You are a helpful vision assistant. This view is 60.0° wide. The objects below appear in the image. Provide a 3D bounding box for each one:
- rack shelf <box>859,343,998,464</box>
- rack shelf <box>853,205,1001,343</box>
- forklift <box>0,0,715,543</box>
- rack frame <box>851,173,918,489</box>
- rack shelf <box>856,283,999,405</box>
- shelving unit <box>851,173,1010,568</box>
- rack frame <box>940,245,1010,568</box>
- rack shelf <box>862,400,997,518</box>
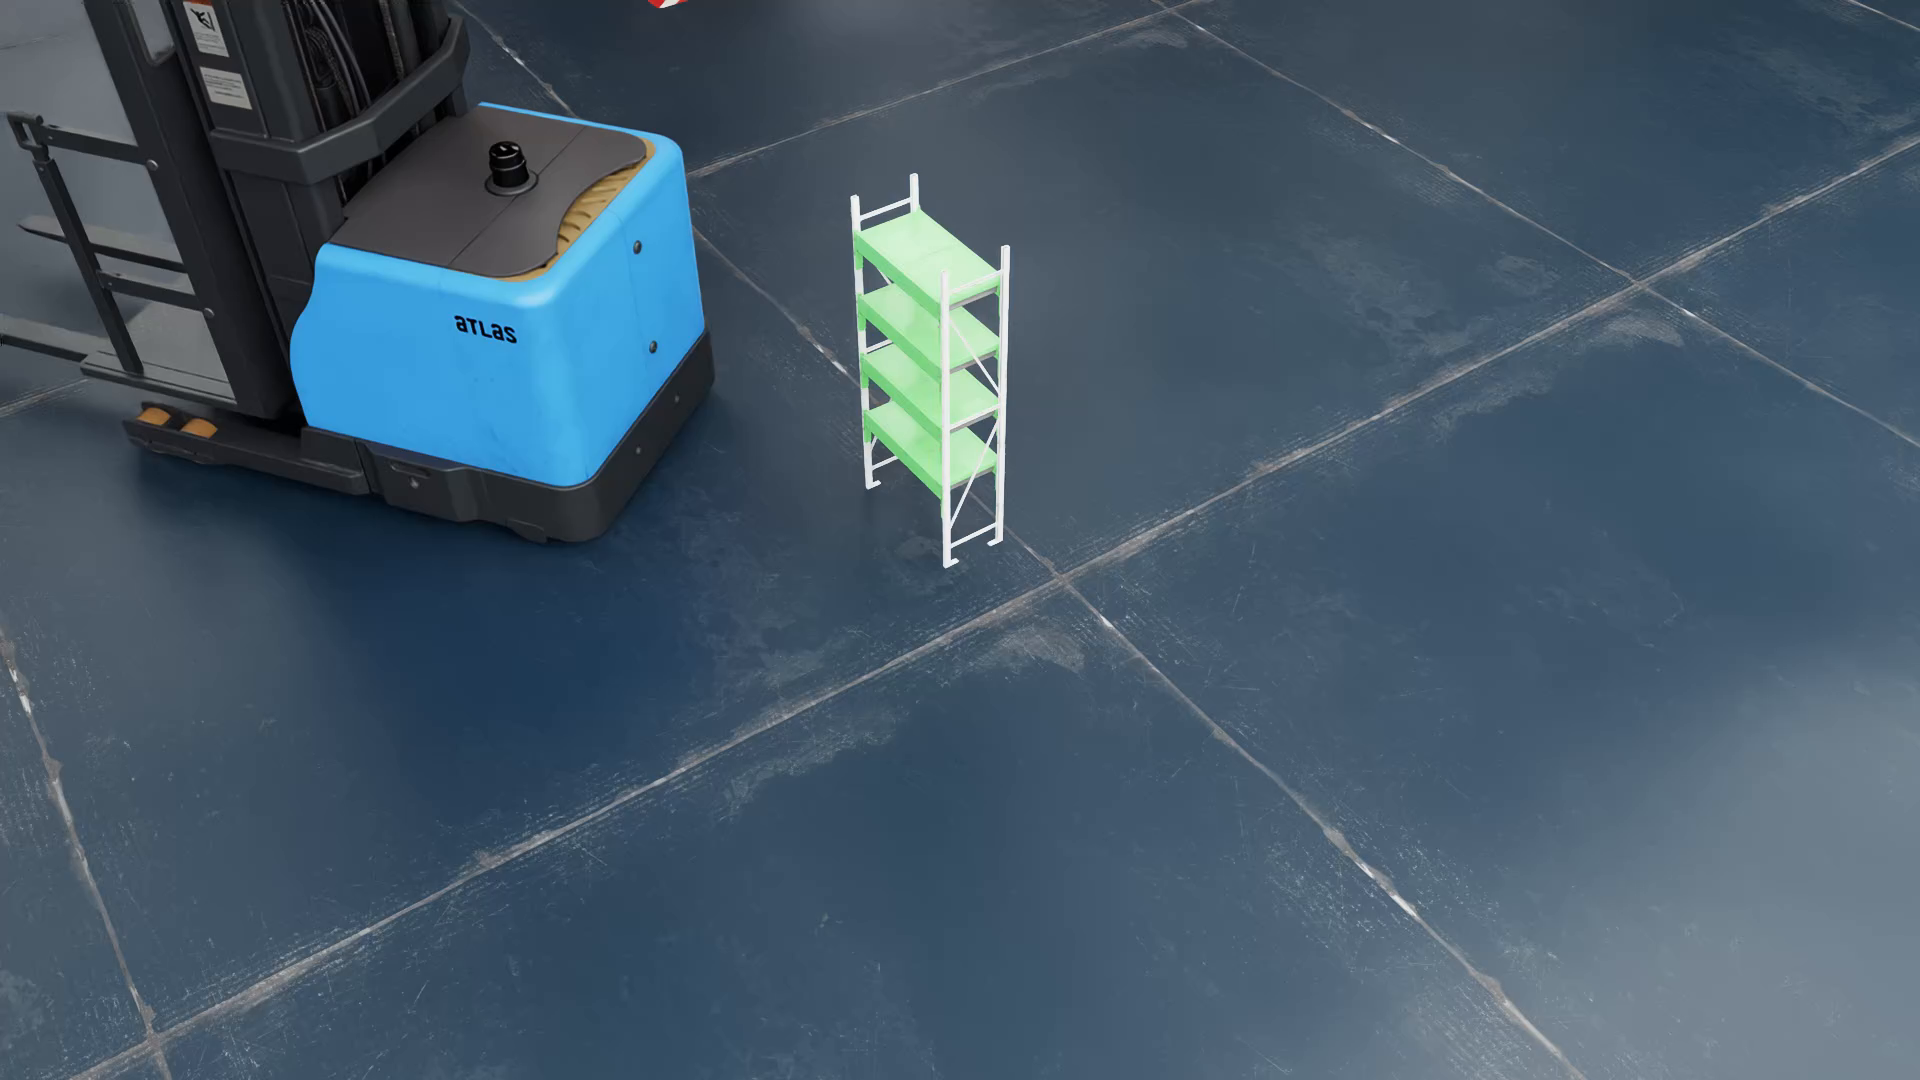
[{"bbox_3d":[-0.095,-0.482,5.478,0.258,0.148,0.480,-26,49,-24],"label":"rack shelf"},{"bbox_3d":[-0.095,-0.829,5.147,0.258,0.148,0.480,-26,49,-24],"label":"rack shelf"},{"bbox_3d":[-2.499,-1.664,5.370,3.031,2.935,1.130,13,45,14],"label":"forklift"},{"bbox_3d":[-0.234,-0.666,5.579,0.240,1.200,0.015,-26,49,-24],"label":"rack frame"},{"bbox_3d":[-0.095,-0.655,5.312,0.258,0.148,0.480,-26,49,-24],"label":"rack shelf"},{"bbox_3d":[-0.095,-0.528,5.434,0.258,1.200,0.503,-26,49,-24],"label":"shelving unit"},{"bbox_3d":[0.045,-0.390,5.289,0.240,1.200,0.015,-26,49,-24],"label":"rack frame"},{"bbox_3d":[-0.095,-0.308,5.644,0.258,0.148,0.480,-26,49,-24],"label":"rack shelf"}]
